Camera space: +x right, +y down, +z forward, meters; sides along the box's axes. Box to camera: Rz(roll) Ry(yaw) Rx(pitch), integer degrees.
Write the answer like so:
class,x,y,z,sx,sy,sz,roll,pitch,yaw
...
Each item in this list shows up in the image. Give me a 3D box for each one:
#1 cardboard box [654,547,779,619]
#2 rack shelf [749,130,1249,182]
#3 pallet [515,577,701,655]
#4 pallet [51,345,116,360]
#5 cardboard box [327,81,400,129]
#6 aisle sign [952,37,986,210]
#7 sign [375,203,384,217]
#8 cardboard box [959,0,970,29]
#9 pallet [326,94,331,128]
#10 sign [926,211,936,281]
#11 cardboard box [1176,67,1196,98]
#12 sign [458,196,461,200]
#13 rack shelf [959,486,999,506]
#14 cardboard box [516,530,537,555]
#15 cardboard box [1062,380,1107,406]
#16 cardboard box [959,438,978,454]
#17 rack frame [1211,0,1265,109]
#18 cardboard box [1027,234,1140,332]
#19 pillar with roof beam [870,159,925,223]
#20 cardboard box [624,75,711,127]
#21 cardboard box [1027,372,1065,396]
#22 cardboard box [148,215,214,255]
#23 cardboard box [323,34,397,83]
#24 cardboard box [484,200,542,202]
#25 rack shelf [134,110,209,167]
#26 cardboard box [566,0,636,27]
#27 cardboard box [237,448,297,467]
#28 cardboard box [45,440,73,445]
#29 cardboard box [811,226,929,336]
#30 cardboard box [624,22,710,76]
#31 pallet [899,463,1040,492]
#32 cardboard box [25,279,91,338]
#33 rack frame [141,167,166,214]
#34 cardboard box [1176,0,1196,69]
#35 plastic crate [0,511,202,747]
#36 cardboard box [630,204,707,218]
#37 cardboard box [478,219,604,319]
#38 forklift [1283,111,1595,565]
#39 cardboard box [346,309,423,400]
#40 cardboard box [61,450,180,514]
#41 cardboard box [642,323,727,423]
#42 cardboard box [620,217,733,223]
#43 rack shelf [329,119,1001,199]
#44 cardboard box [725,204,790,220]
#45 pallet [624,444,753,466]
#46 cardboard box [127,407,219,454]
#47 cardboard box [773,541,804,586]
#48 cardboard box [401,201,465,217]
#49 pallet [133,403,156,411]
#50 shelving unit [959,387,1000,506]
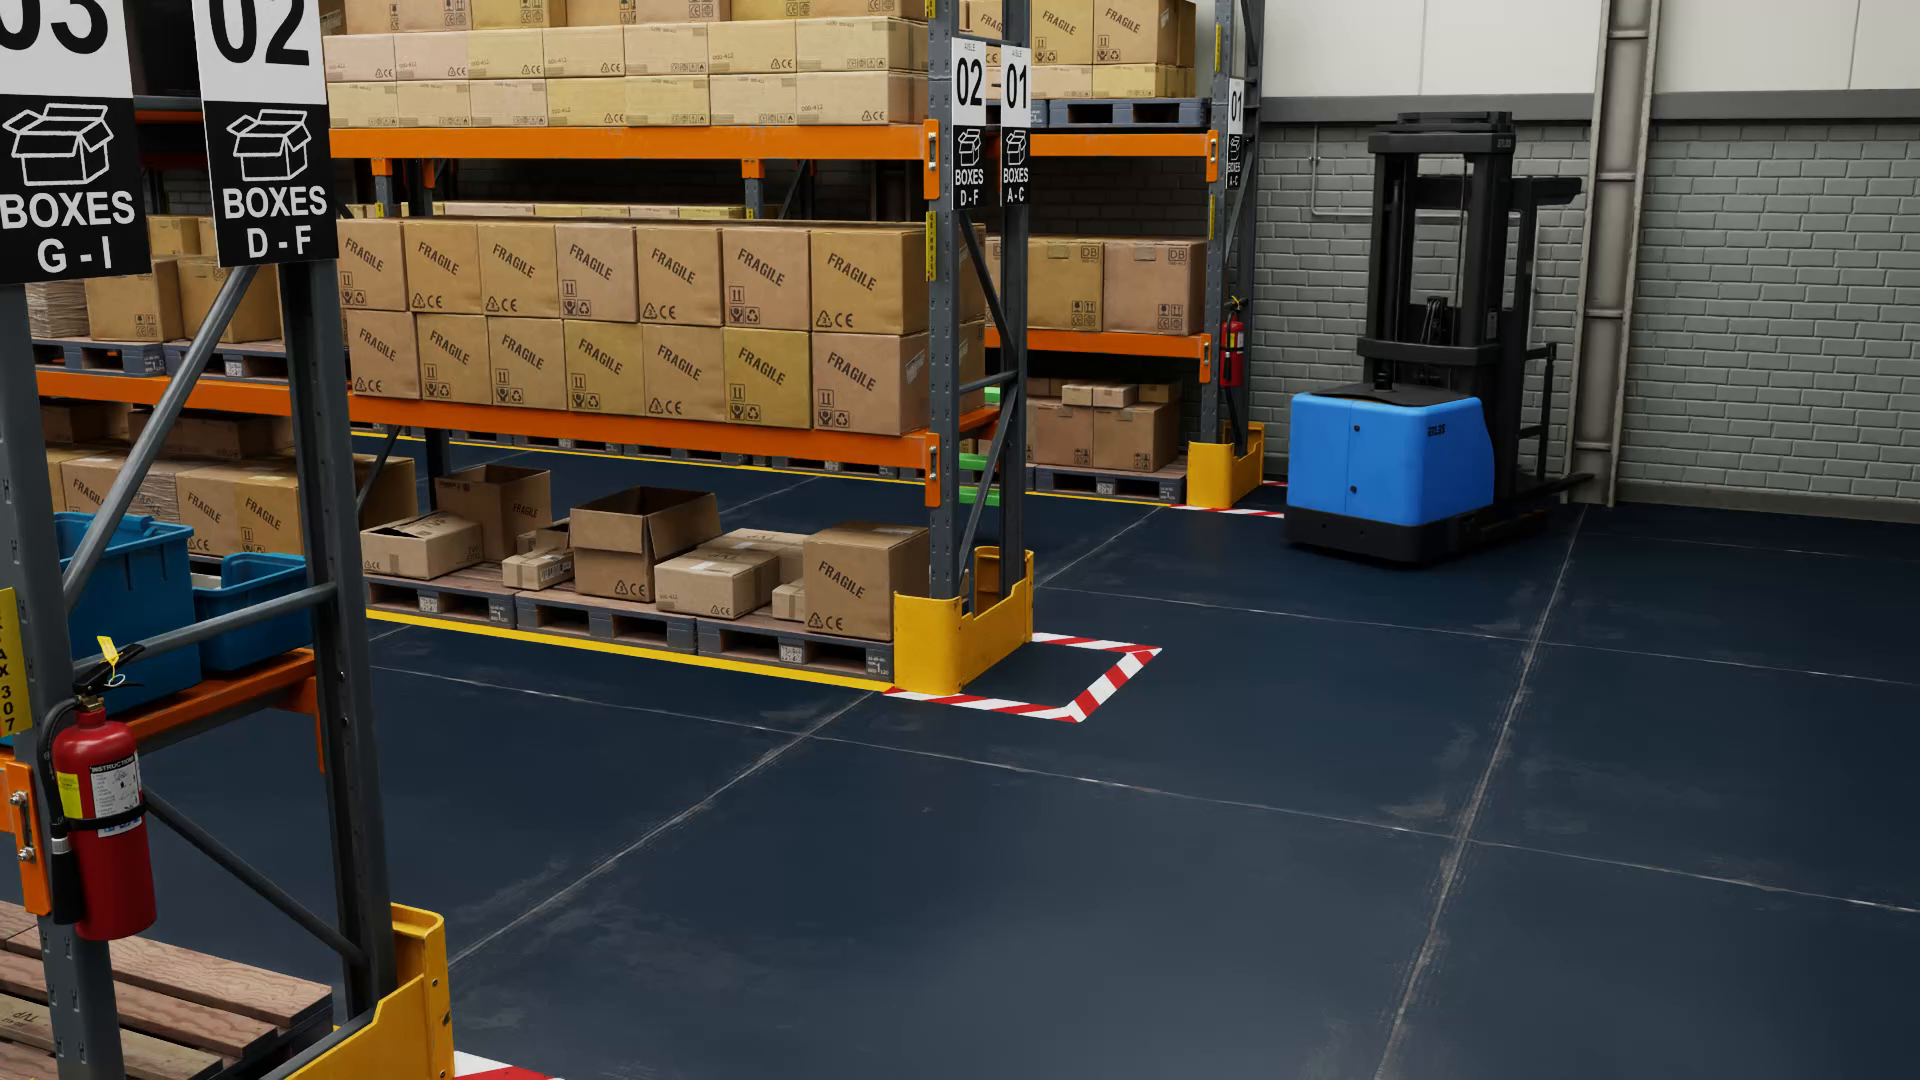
class,x,y,z,sx,sy,sz,roll,pitch,yaw
cardboard box,-1.347,0.234,9.249,0.500,0.250,0.500,6,14,23
rack shelf,0.280,-3.128,13.528,4.000,0.370,1.077,6,14,23
pallet,-1.804,0.366,9.734,1.213,0.211,1.003,6,14,23
pallet,-6.560,-1.397,11.561,1.003,0.211,1.213,6,14,23
cardboard box,-3.207,-2.459,9.429,0.500,0.250,0.500,6,14,23
aisle sign,0.044,-1.993,7.992,0.004,0.787,0.394,6,14,23
sign,-5.417,-2.984,15.545,0.005,0.325,0.100,6,14,23
cardboard box,-0.084,-3.993,13.189,0.500,0.500,0.500,6,14,24
pallet,-4.119,-2.612,10.165,1.003,0.211,1.213,6,14,23
sign,-0.137,-1.401,7.935,0.005,0.325,0.100,6,14,23
cardboard box,1.541,-3.592,13.121,0.500,0.250,0.500,7,15,26
sign,-4.984,-3.253,16.518,0.005,0.325,0.100,6,14,23
rack shelf,0.151,-0.273,11.622,0.480,0.148,0.258,6,14,23
cardboard box,-2.548,0.021,10.375,0.250,0.149,0.380,6,14,23
cardboard box,1.003,-1.177,13.339,0.250,0.149,0.380,6,15,25
cardboard box,0.020,-1.005,14.023,0.500,0.500,0.700,6,15,25
rack frame,2.109,-4.754,12.315,0.127,3.000,1.000,6,14,23
cardboard box,0.969,-2.089,13.435,0.700,0.700,0.980,6,14,23
pillar with roof beam,-2.302,-4.340,10.554,0.400,9.000,9.100,6,14,23
cardboard box,-1.386,-2.270,8.624,0.500,0.250,0.500,6,14,23
cardboard box,0.699,-1.304,13.877,0.250,0.149,0.380,6,14,24
cardboard box,-7.903,-3.099,17.212,0.500,0.500,0.700,7,15,29
cardboard box,-3.207,-2.702,9.371,0.500,0.250,0.500,6,14,23
cardboard box,-4.214,-3.105,15.866,0.500,0.250,0.500,5,14,21
rack shelf,-3.732,-1.059,4.710,4.000,0.370,1.077,6,14,23
cardboard box,-1.713,-2.991,8.963,0.500,0.500,0.700,6,14,23
cardboard box,-4.387,-0.308,11.010,0.500,0.500,0.500,6,14,24
cardboard box,-6.258,-0.498,11.819,0.500,0.500,0.500,6,15,25
cardboard box,-0.412,-1.317,8.394,0.500,0.500,0.500,6,14,23
cardboard box,-1.380,-2.516,8.579,0.500,0.250,0.500,6,14,23
pallet,0.235,-0.646,14.047,1.213,0.211,1.003,6,14,23
cardboard box,-5.828,-1.632,11.006,0.500,0.500,0.700,9,16,34
rack frame,-8.863,-2.943,17.732,0.127,3.000,1.000,6,14,23
cardboard box,1.539,-3.956,13.032,0.500,0.500,0.500,5,14,21
plastic crate,-2.286,0.198,4.136,0.499,0.435,0.616,6,14,23
cardboard box,-2.542,-2.810,14.611,0.500,0.250,0.500,6,15,24
cardboard box,-2.293,-1.506,9.198,0.500,0.500,0.500,5,14,22
forklift,3.636,-1.531,11.862,3.031,2.935,1.130,-13,18,-43
cardboard box,-3.196,-1.113,9.711,0.500,0.500,0.500,6,15,25
cardboard box,-5.491,-0.292,10.940,0.500,0.500,0.500,5,14,21
cardboard box,-1.343,-0.926,8.915,0.500,0.500,0.500,6,14,24
cardboard box,-1.594,-1.570,9.474,0.500,0.500,0.500,6,14,23
rack shelf,-1.723,-2.093,9.117,4.000,0.370,1.077,6,14,23
cardboard box,-1.863,-2.868,14.857,0.500,0.250,0.500,6,15,25
pallet,-2.284,-0.901,15.133,1.213,0.211,1.003,6,14,23
cardboard box,-5.268,-0.765,11.315,0.500,0.250,0.500,5,14,22
cardboard box,-0.733,0.171,9.517,0.500,0.250,0.500,6,14,23
cardboard box,-4.868,-3.043,15.601,0.500,0.250,0.500,6,15,25
pallet,-8.150,-1.514,17.745,1.213,0.211,1.003,6,14,23
shelving unit,0.151,-0.569,11.553,0.503,1.200,0.258,6,14,23
